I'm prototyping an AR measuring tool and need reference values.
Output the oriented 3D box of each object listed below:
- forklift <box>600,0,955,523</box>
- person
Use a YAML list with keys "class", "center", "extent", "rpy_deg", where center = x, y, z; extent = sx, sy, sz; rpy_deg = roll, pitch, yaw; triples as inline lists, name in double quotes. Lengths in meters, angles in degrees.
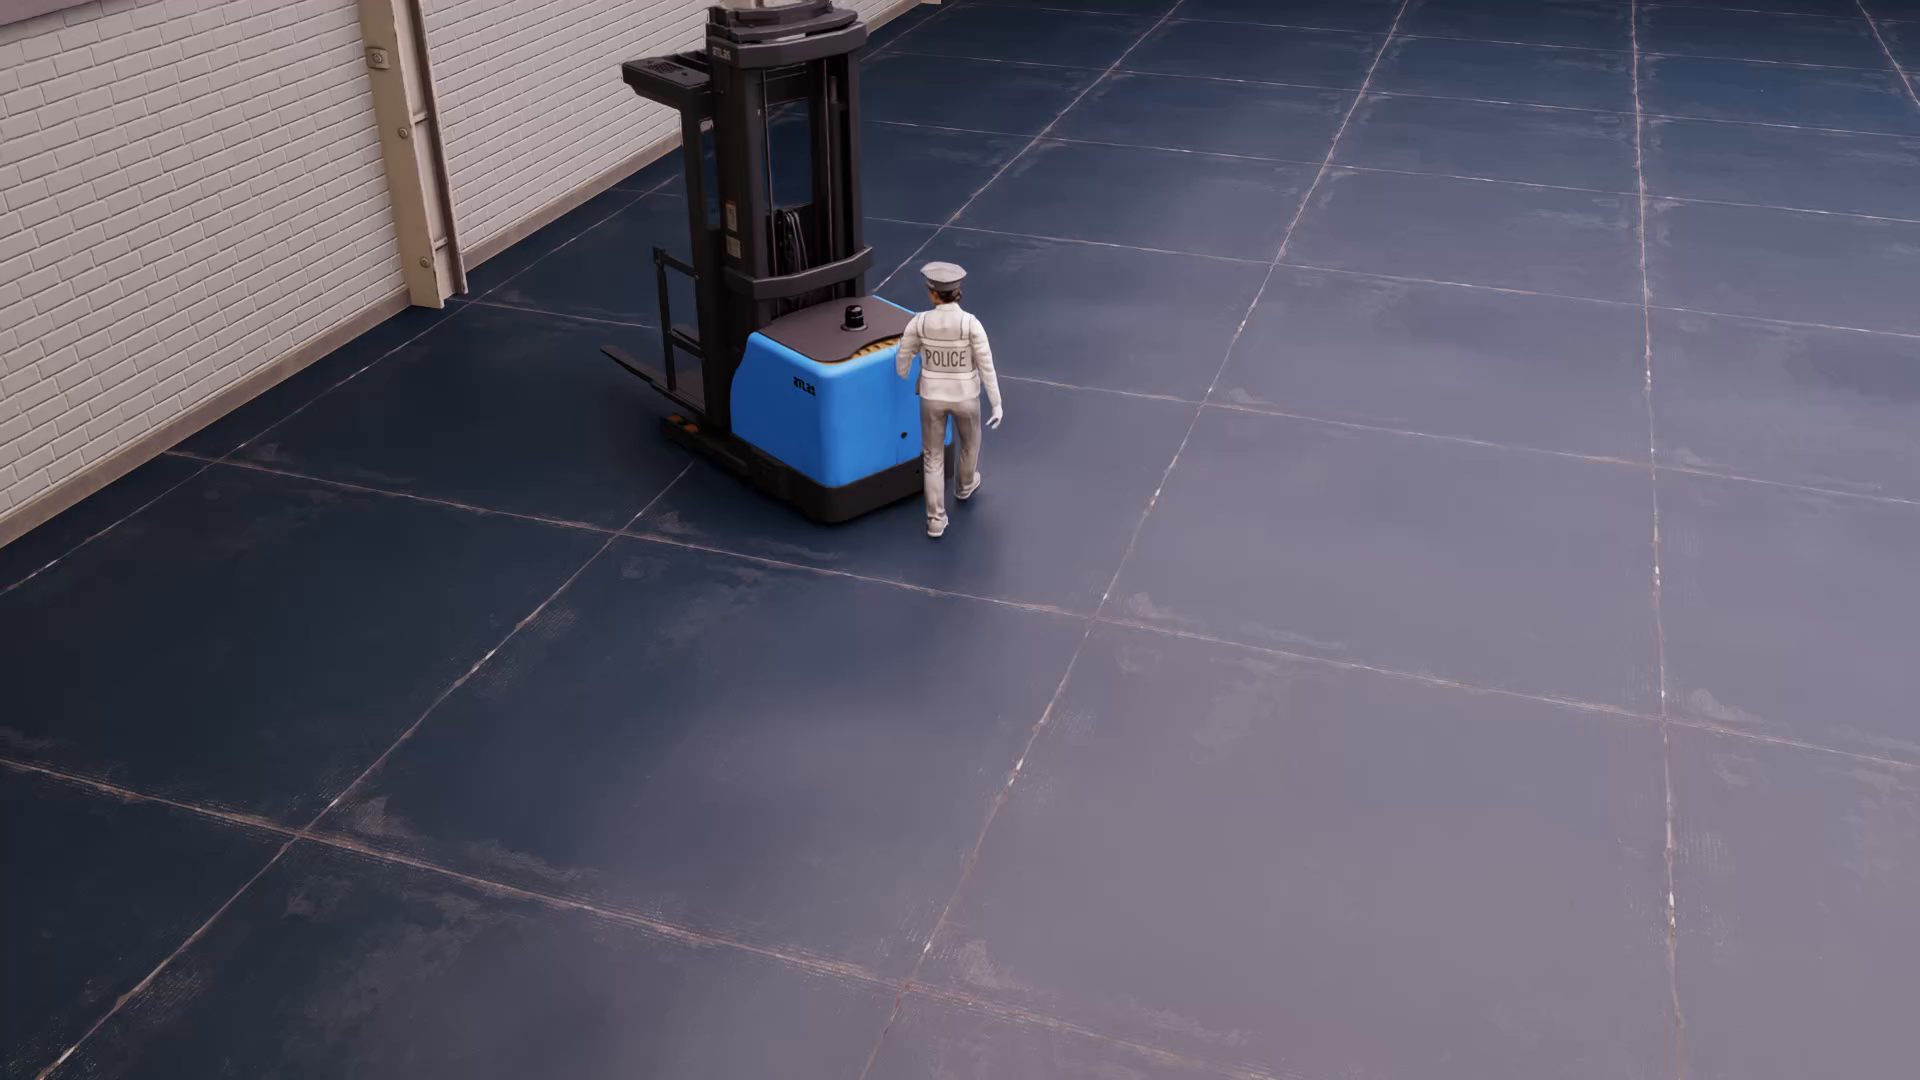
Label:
- class: "forklift"
  center: [-1.380, -2.030, 10.698]
  extent: [1.130, 2.935, 3.031]
  rpy_deg: [-23, 37, -35]
- class: "person"
  center: [-0.062, -0.894, 10.022]
  extent: [0.667, 1.635, 0.760]
  rpy_deg: [3, 30, 5]
